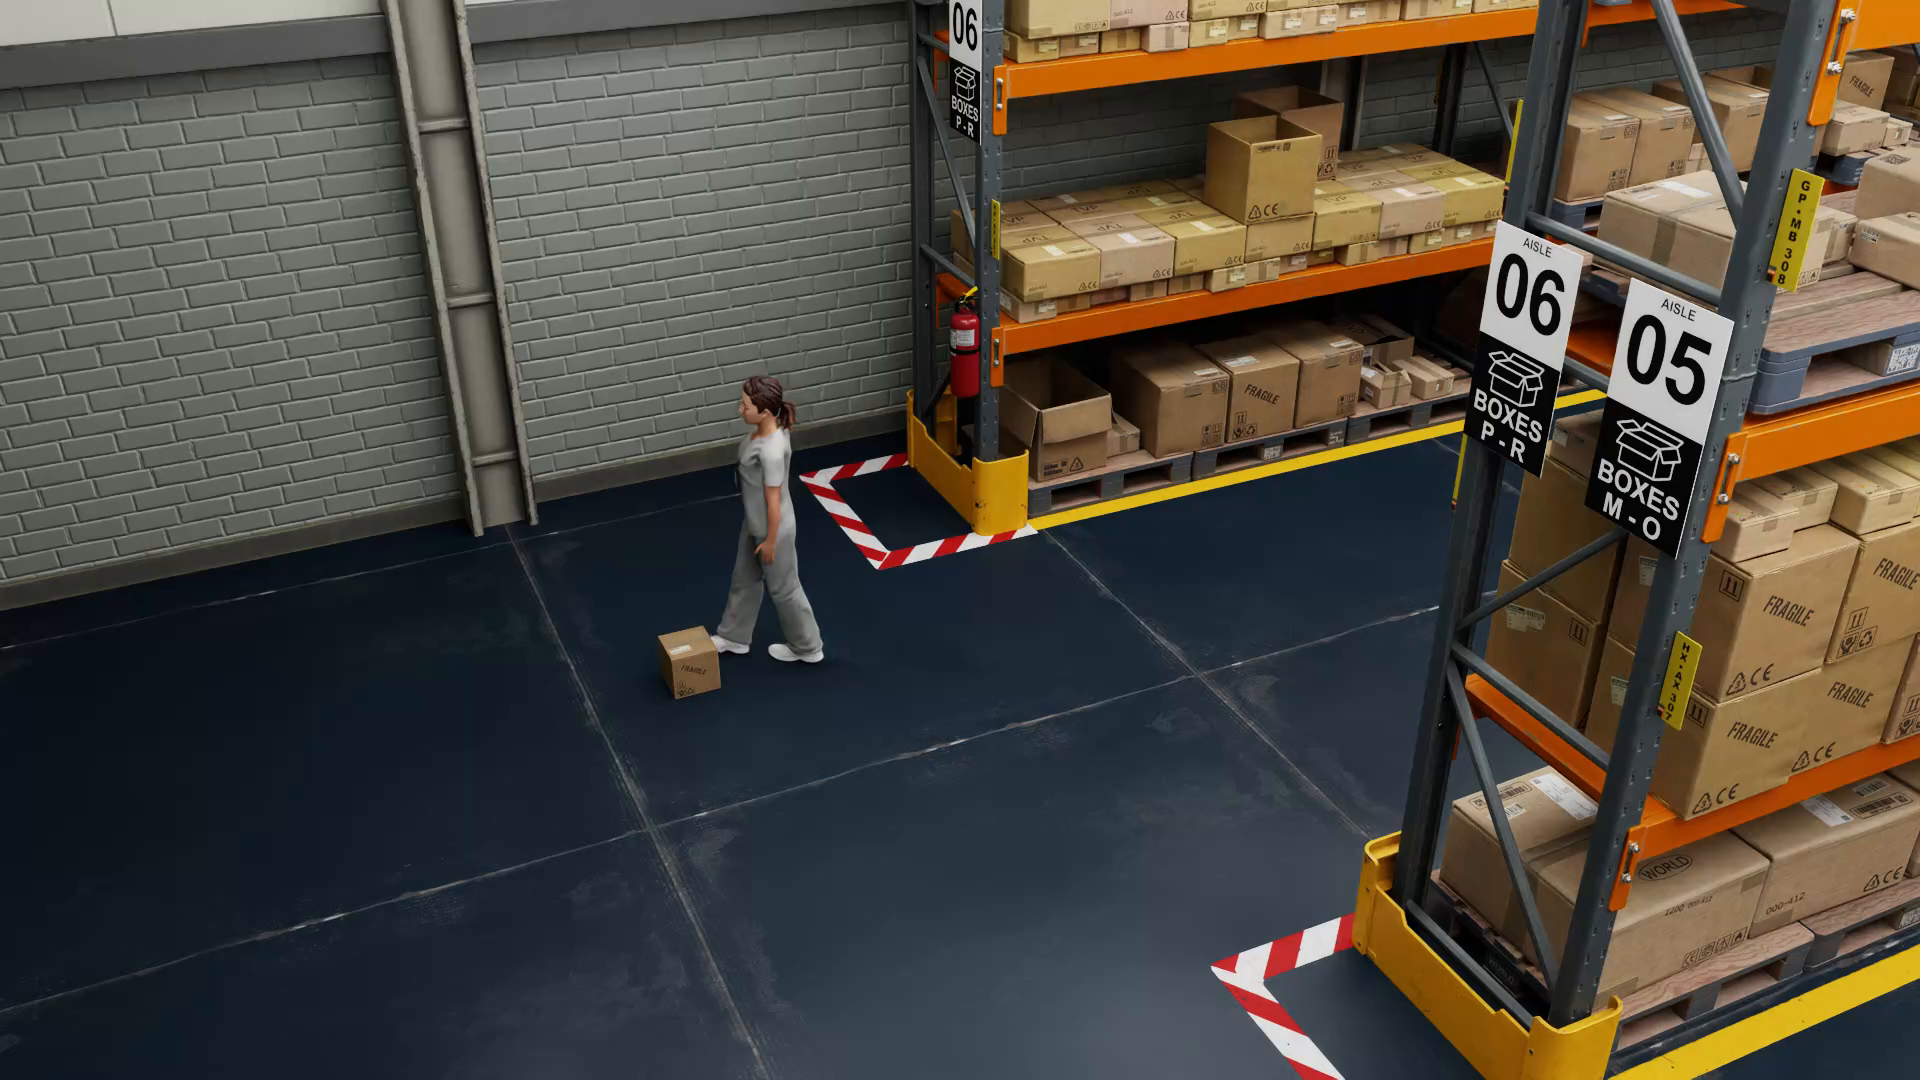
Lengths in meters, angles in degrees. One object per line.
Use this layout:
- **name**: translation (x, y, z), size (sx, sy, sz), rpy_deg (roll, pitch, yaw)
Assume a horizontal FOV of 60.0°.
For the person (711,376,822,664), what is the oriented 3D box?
- **person**: translation (-1.094, -0.072, 8.570), size (0.685, 1.663, 0.449), rpy_deg (-5, 30, -8)
